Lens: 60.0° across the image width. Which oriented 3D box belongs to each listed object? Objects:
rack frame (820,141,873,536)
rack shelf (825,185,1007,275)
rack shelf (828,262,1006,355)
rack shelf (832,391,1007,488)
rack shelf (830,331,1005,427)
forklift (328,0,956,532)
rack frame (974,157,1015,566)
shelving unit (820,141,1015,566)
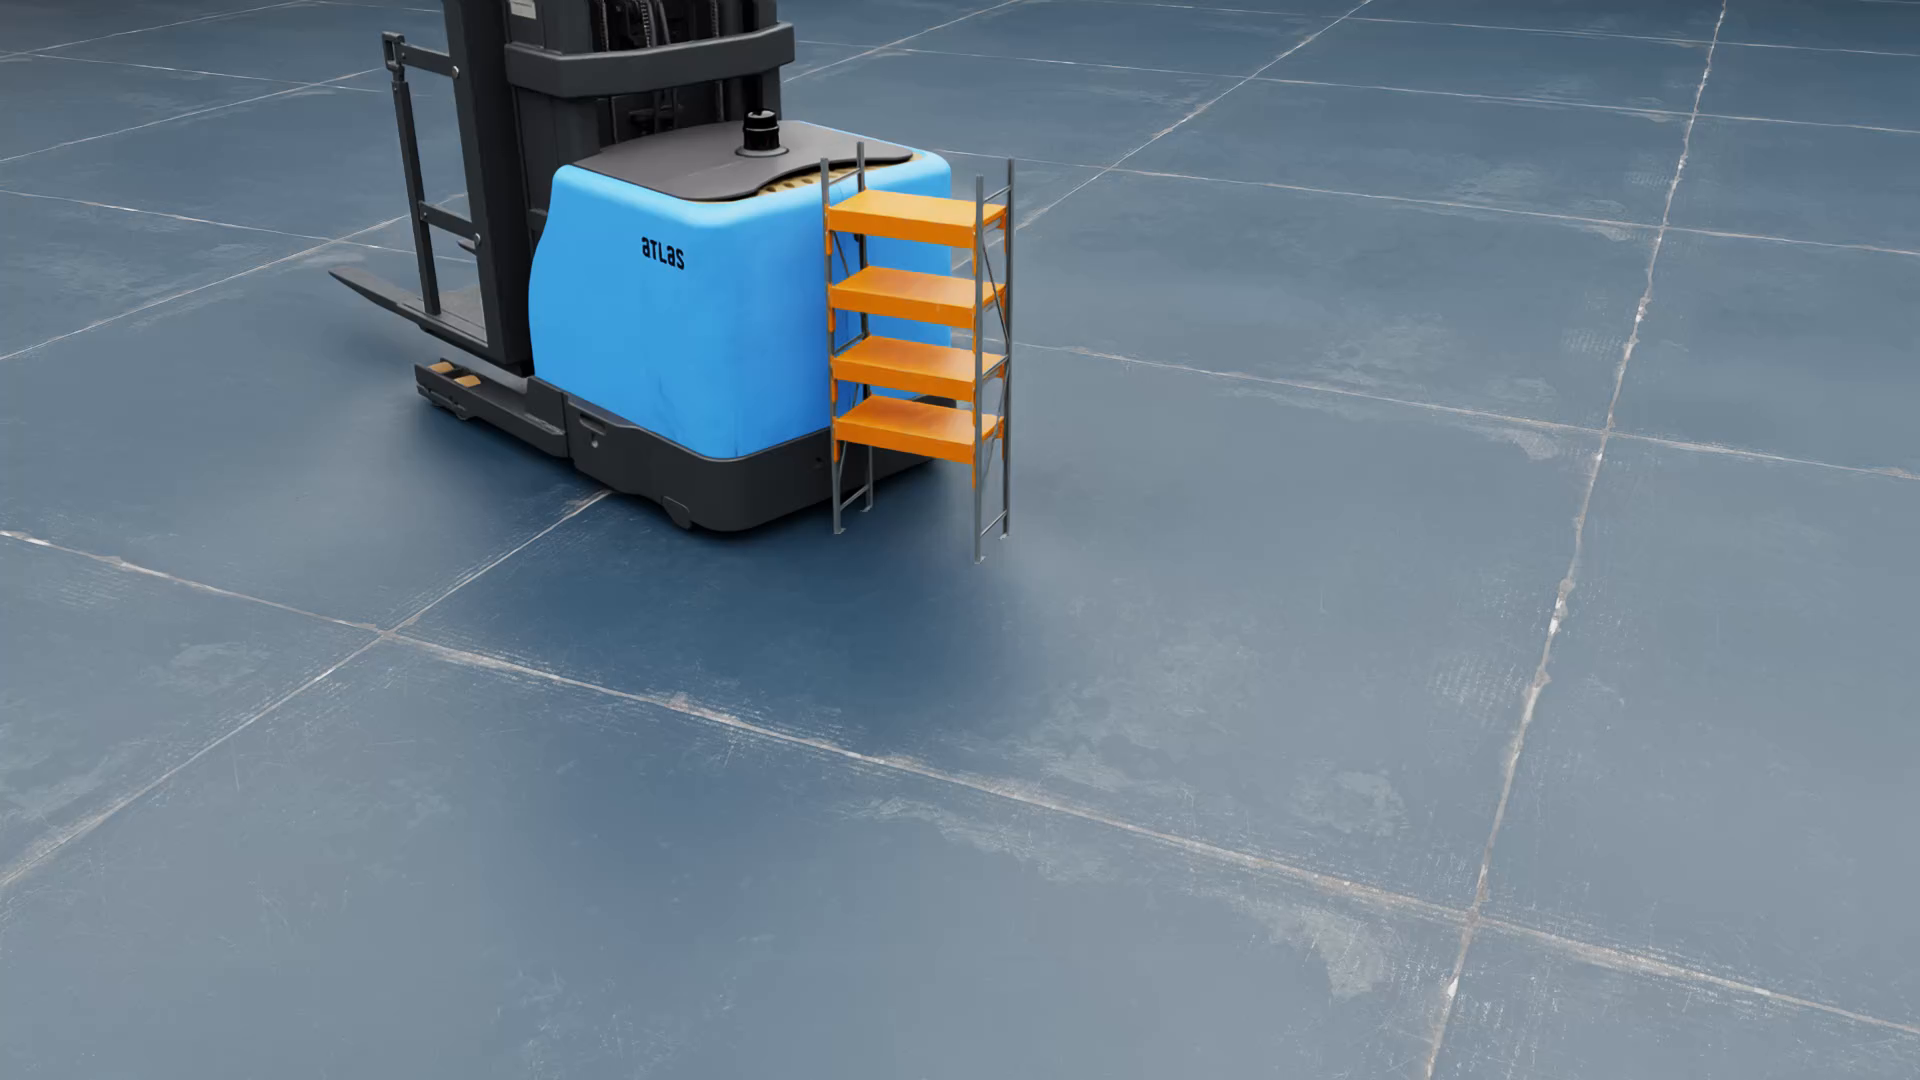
[{"bbox_3d":[-0.342,-0.599,5.109,0.015,1.200,0.240,12,29,22],"label":"rack frame"},{"bbox_3d":[-0.121,-0.906,4.843,0.480,0.148,0.258,12,29,22],"label":"rack shelf"},{"bbox_3d":[-0.121,-0.694,4.947,0.480,0.148,0.258,12,29,22],"label":"rack shelf"},{"bbox_3d":[-0.121,-0.315,5.134,0.480,0.148,0.258,12,29,22],"label":"rack shelf"},{"bbox_3d":[-0.121,-0.493,5.046,0.480,0.148,0.258,12,29,22],"label":"rack shelf"},{"bbox_3d":[-1.402,-1.896,5.783,1.130,2.935,3.031,-23,35,-39],"label":"forklift"},{"bbox_3d":[0.100,-0.508,4.924,0.015,1.200,0.240,12,29,22],"label":"rack frame"},{"bbox_3d":[-0.121,-0.554,5.016,0.503,1.200,0.258,12,29,22],"label":"shelving unit"}]
